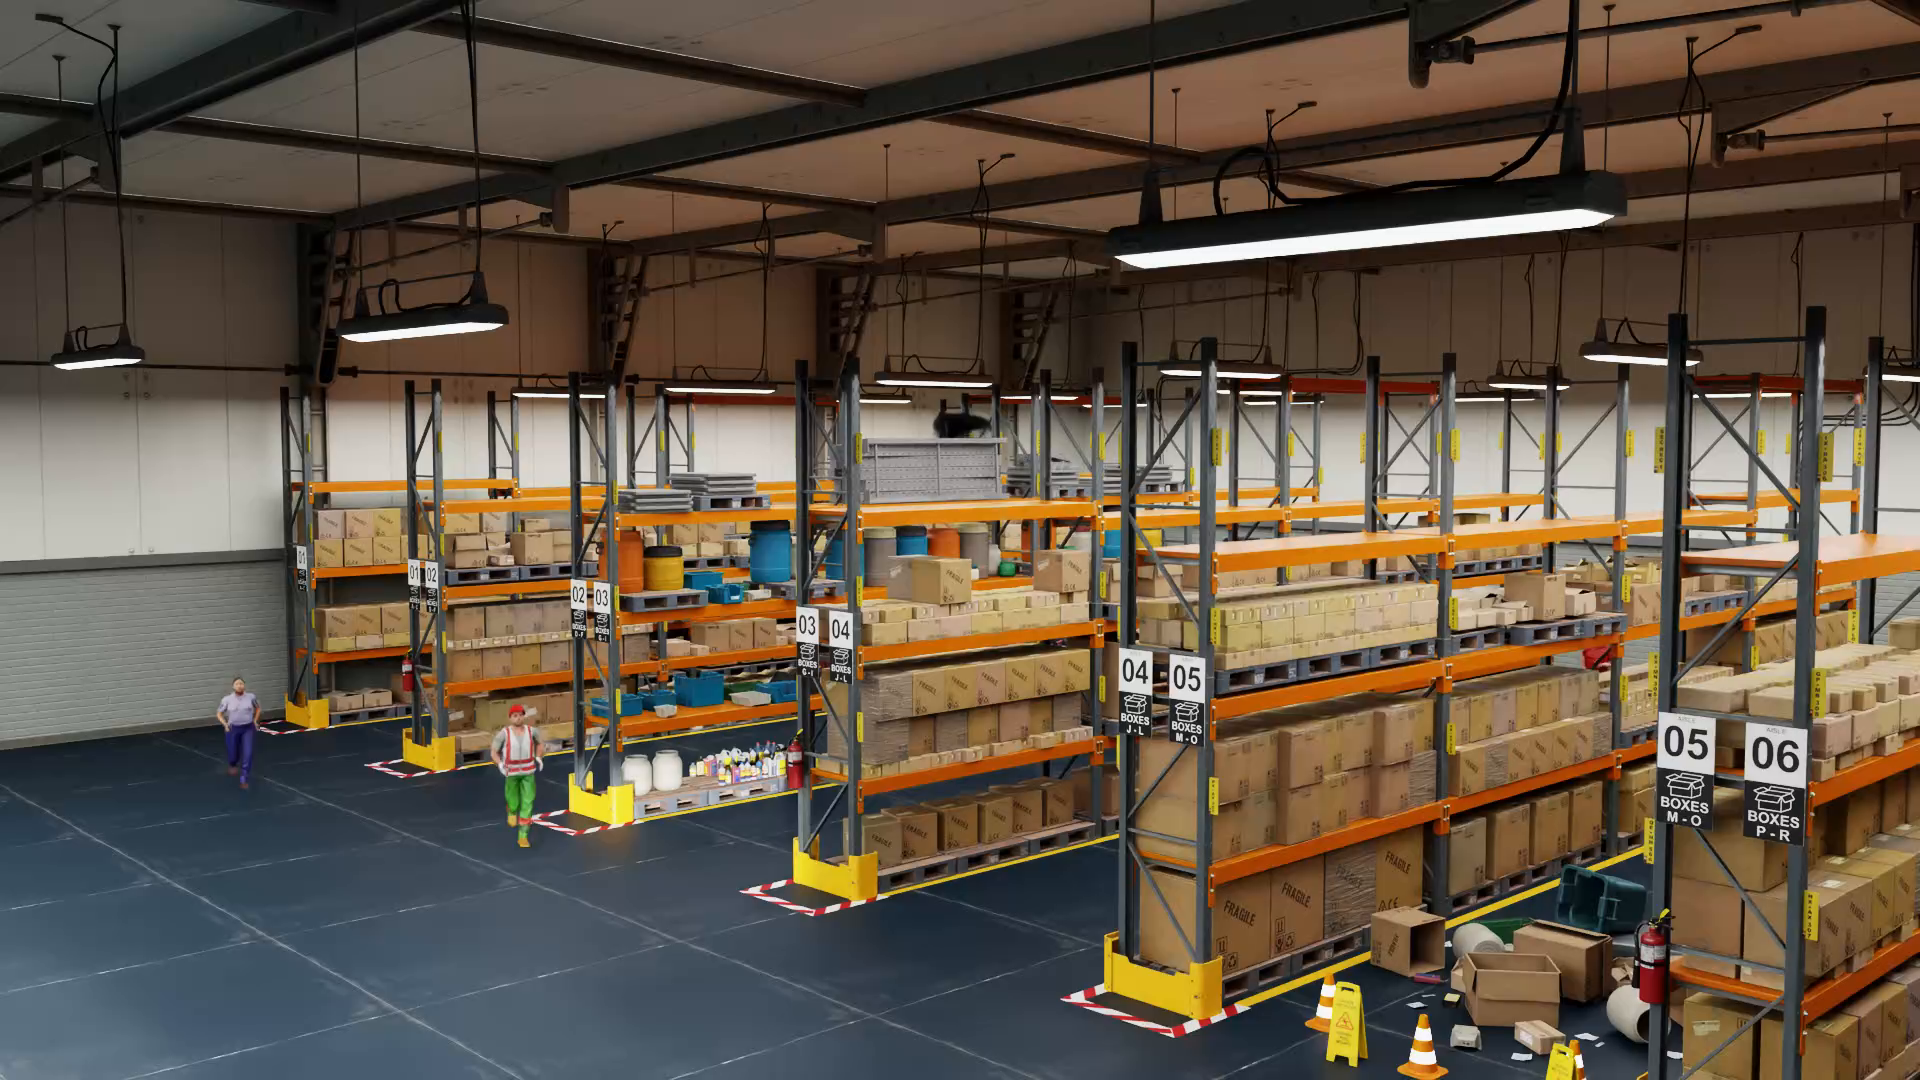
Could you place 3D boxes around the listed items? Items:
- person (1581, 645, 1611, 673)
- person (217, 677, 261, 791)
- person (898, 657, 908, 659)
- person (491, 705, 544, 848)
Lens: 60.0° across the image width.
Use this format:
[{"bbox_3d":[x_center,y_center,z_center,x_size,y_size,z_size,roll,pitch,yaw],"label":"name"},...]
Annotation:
[{"bbox_3d":[11.078,2.464,28.923,0.634,1.800,0.791,2,4,32],"label":"person"},{"bbox_3d":[-10.541,2.814,24.352,0.611,1.628,0.754,-2,4,-29],"label":"person"},{"bbox_3d":[-1.057,2.383,29.776,0.637,1.834,0.756,4,5,45],"label":"person"},{"bbox_3d":[-5.577,2.951,21.015,0.669,1.763,0.809,-2,4,-23],"label":"person"}]
